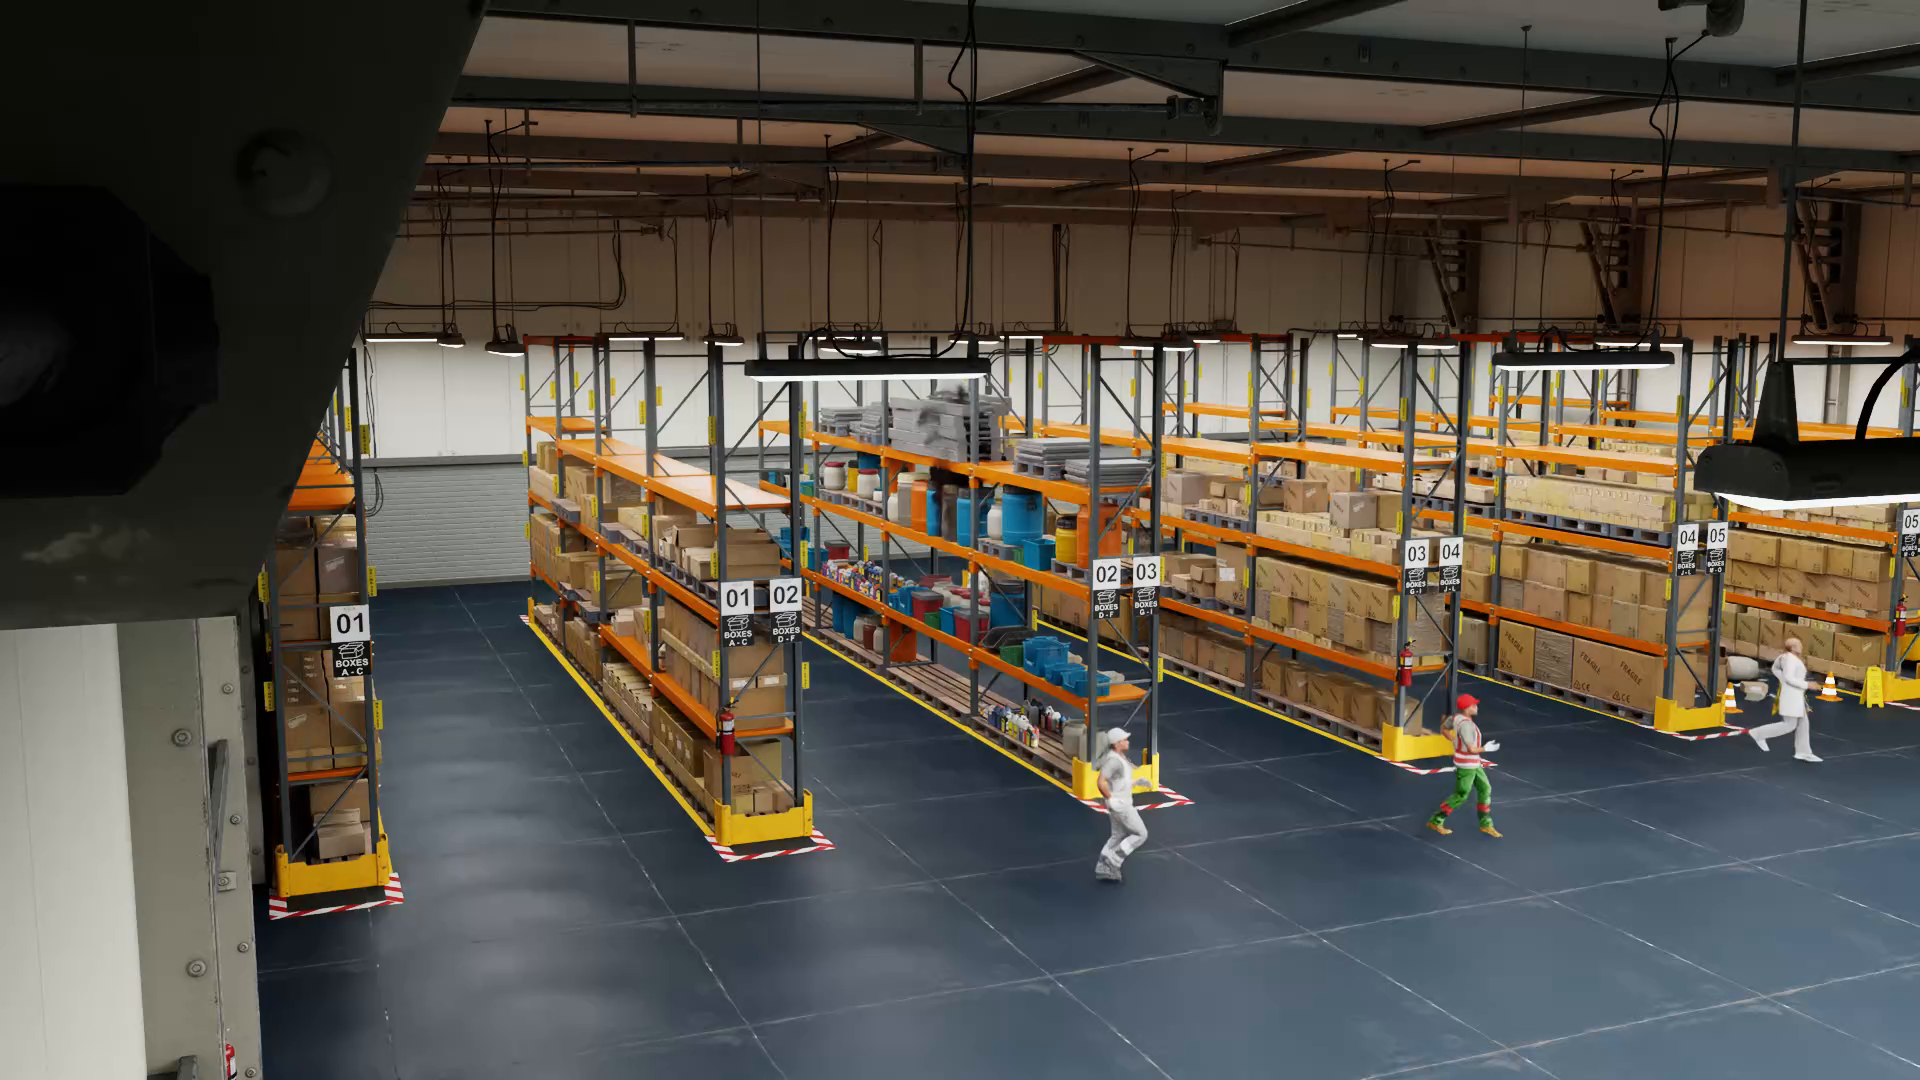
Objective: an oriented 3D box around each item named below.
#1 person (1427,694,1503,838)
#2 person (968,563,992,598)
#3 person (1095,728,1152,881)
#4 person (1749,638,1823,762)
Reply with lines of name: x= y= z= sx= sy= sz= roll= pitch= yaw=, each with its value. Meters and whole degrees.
person: x=6.191 y=2.758 z=20.286 sx=0.908 sy=1.801 sz=0.667 roll=2 pitch=8 yaw=12
person: x=0.399 y=1.166 z=32.643 sx=0.594 sy=1.754 sz=0.756 roll=-4 pitch=9 yaw=-30
person: x=1.842 y=2.970 z=18.687 sx=0.642 sy=1.742 sz=0.649 roll=0 pitch=8 yaw=2
person: x=11.942 y=2.336 z=23.972 sx=0.982 sy=1.688 sz=0.722 roll=3 pitch=8 yaw=25
